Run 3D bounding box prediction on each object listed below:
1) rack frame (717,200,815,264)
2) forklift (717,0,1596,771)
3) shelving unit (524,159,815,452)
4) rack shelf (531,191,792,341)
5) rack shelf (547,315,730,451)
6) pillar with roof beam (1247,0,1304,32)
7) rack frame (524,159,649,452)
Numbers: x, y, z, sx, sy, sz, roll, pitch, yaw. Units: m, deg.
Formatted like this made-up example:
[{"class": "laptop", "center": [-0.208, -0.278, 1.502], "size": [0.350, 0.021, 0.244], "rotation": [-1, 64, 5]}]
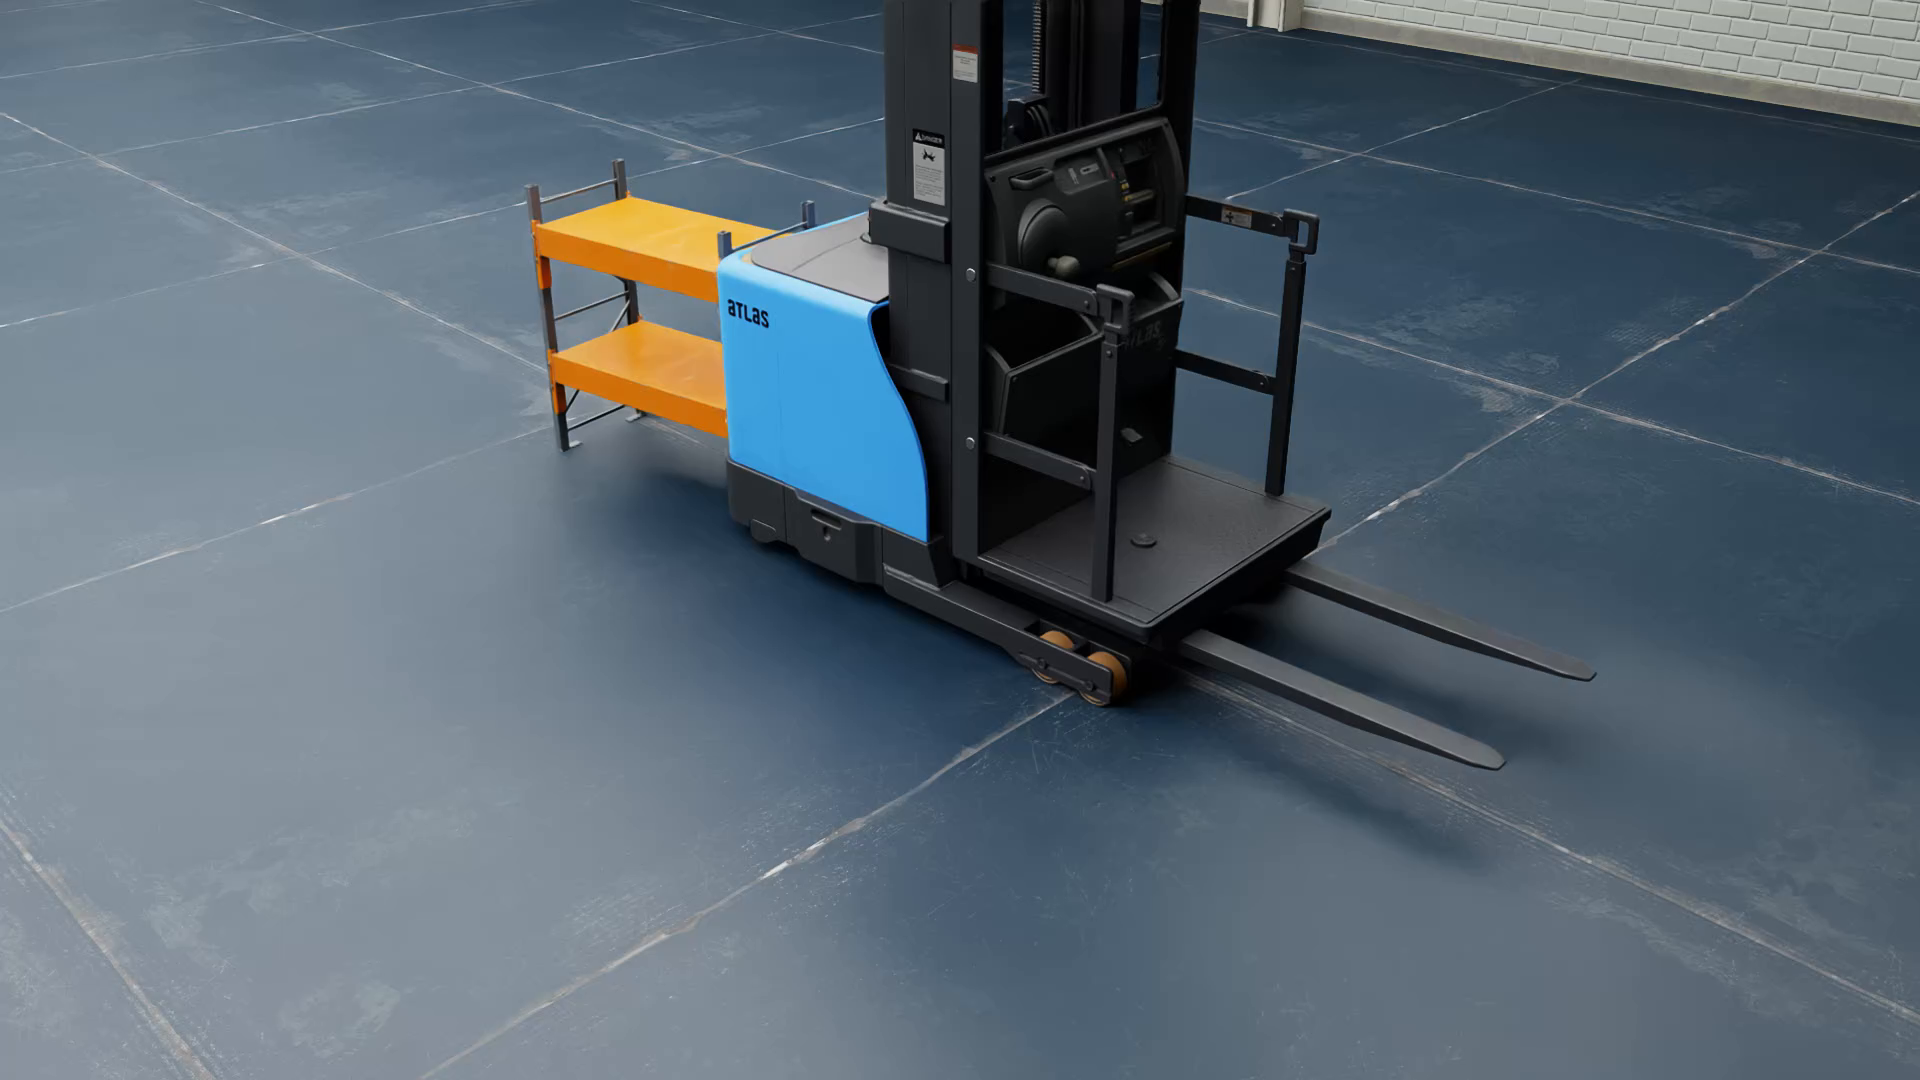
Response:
[{"class": "rack frame", "center": [-0.706, -0.685, 6.343], "size": [0.032, 1.125, 0.500], "rotation": [19, 33, 31]}, {"class": "forklift", "center": [0.566, -1.051, 5.100], "size": [3.031, 2.935, 1.130], "rotation": [22, 35, 36]}, {"class": "shelving unit", "center": [-1.117, -0.824, 6.608], "size": [1.048, 1.125, 0.538], "rotation": [19, 33, 31]}, {"class": "rack shelf", "center": [-1.117, -1.083, 6.472], "size": [1.000, 0.278, 0.538], "rotation": [19, 33, 31]}, {"class": "rack shelf", "center": [-1.117, -0.608, 6.722], "size": [1.000, 0.278, 0.538], "rotation": [19, 33, 31]}, {"class": "pillar with roof beam", "center": [-0.156, -7.232, 10.334], "size": [0.400, 9.000, 9.100], "rotation": [25, 36, 38]}, {"class": "rack frame", "center": [-1.528, -0.963, 6.873], "size": [0.032, 1.125, 0.500], "rotation": [19, 33, 31]}]
